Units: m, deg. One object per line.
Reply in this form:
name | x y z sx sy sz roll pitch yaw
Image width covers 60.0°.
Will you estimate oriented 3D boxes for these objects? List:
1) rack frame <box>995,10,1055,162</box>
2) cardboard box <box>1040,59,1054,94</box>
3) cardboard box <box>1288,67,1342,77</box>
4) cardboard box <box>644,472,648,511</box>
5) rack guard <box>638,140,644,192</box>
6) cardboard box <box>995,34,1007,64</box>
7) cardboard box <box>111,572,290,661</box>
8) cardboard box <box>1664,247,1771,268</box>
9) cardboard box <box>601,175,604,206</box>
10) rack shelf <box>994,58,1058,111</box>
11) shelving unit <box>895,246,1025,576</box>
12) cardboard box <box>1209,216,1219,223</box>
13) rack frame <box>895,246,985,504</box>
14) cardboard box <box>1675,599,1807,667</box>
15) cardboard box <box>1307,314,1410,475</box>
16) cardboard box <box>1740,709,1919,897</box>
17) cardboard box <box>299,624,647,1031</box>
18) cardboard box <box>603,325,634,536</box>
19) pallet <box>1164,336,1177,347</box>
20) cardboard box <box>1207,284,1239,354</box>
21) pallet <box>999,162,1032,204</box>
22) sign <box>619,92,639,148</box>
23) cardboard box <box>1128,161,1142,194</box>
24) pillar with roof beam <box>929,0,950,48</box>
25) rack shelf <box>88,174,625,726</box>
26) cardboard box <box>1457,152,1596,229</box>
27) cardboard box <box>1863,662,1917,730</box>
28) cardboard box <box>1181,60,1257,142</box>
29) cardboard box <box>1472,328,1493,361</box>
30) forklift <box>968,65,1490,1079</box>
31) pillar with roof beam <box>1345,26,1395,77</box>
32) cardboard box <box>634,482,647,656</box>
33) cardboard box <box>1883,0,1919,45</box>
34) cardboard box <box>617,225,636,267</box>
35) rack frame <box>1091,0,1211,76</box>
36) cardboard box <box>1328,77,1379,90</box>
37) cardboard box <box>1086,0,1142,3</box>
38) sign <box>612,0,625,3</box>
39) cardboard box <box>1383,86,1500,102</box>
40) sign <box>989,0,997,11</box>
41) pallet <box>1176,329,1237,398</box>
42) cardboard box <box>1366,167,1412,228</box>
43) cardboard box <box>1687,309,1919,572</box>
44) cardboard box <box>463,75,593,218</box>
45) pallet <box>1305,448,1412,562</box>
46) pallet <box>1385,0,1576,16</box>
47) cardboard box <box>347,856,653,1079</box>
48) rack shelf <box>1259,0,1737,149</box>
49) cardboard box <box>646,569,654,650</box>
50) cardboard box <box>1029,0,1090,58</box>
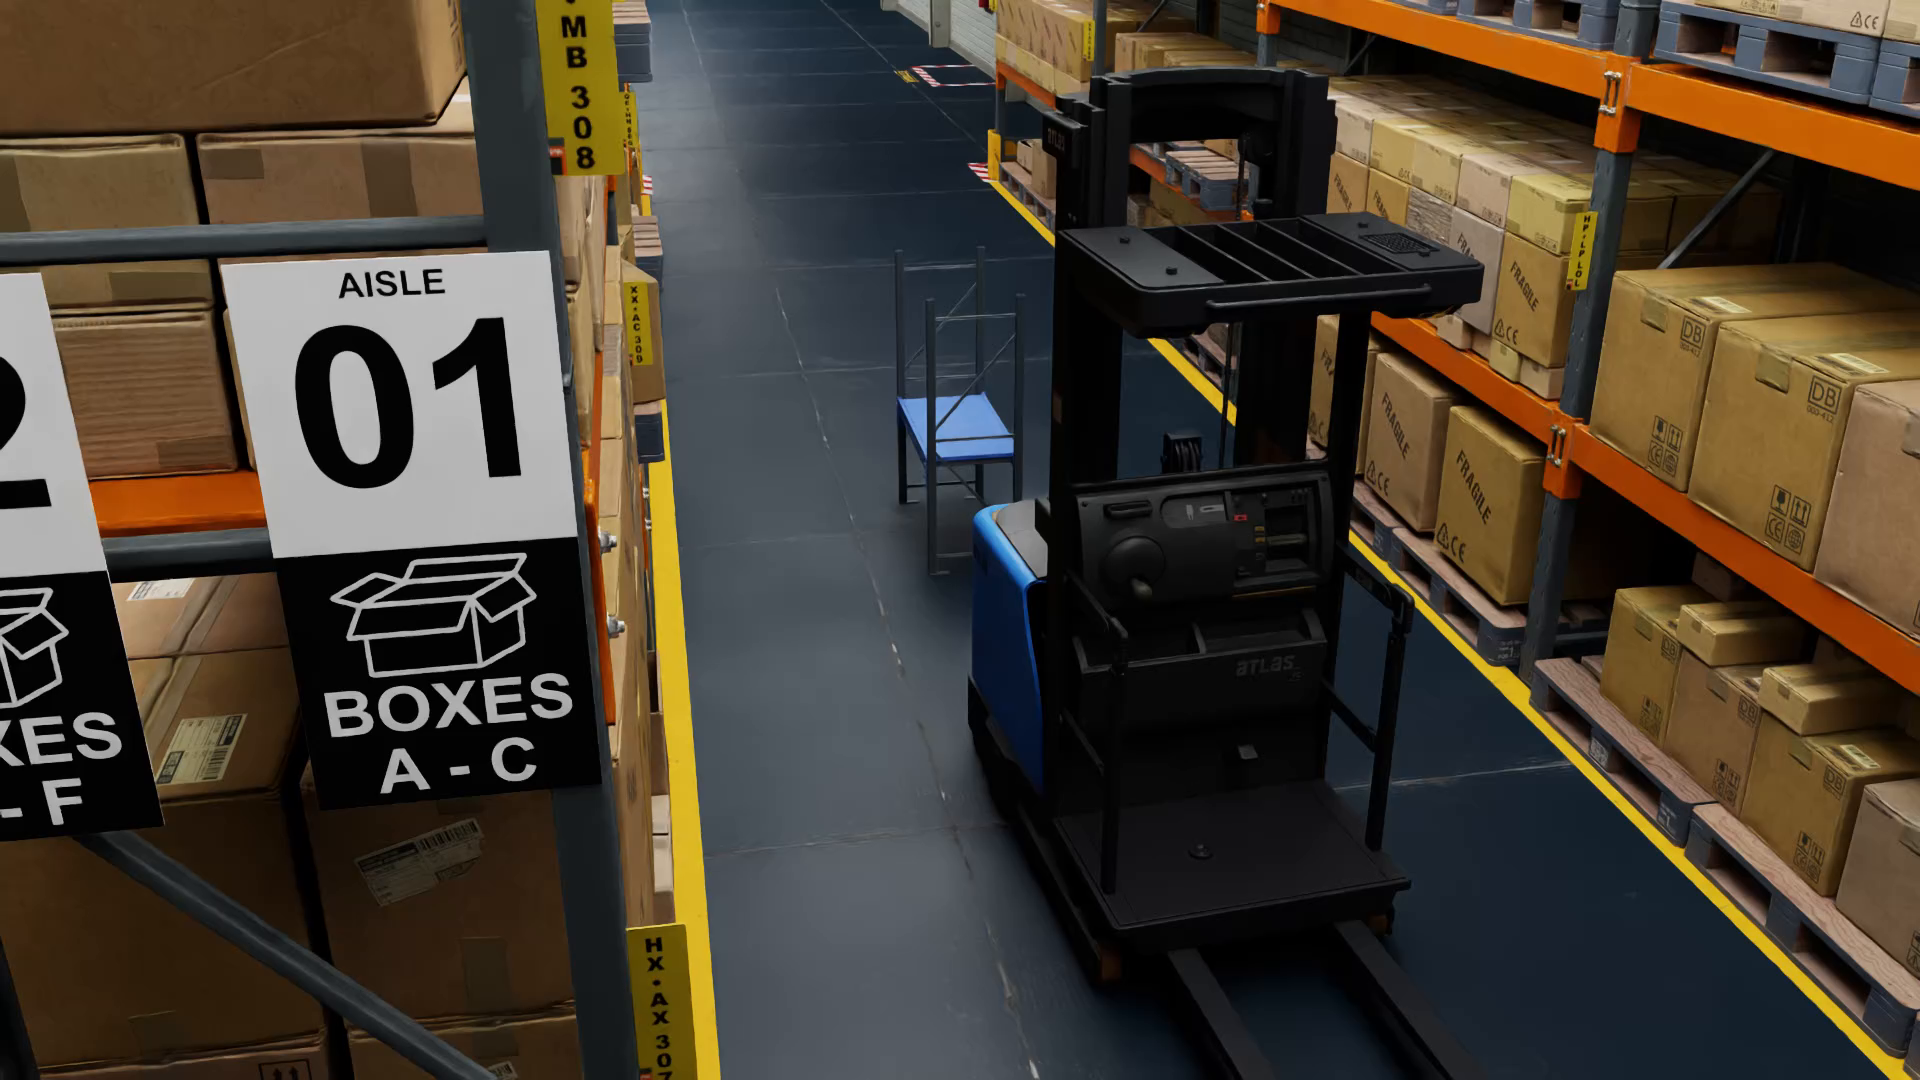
rack frame | 0.893 -5.467 18.019 1.000 3.000 0.127 -4 24 -10
cardboard box | 1.055 -4.391 15.718 0.500 0.250 0.500 -4 24 -10
cardboard box | 2.279 -2.998 10.882 0.380 0.149 0.250 -8 25 -17
cardboard box | -1.996 -0.454 9.115 0.500 0.500 0.500 -5 24 -12
rack guard | -3.979 -3.962 17.698 1.175 0.500 0.348 -4 24 -10
cardboard box | 0.671 -5.192 17.552 0.500 0.250 0.500 -5 24 -11
cardboard box | -1.463 0.337 3.355 0.500 0.500 0.500 -4 24 -8
cardboard box | 3.274 -1.137 7.585 0.500 0.500 0.500 -5 24 -12
cardboard box | -1.134 -0.922 4.054 0.500 0.250 0.500 -4 24 -10
rack shelf | 1.263 -4.350 16.362 1.077 0.370 4.000 -4 24 -10
shelving unit | -0.016 -0.721 9.027 0.538 1.500 1.048 -4 24 -10
cardboard box | 2.144 -2.228 12.240 0.500 0.250 0.500 -4 24 -9
rack frame | -0.110 -0.921 9.484 0.500 1.500 0.032 -4 24 -10
cardboard box | 3.033 0.359 6.468 0.380 0.149 0.250 -4 24 -8
cardboard box | 2.535 -0.883 9.686 0.750 0.750 0.750 -4 24 -10
cardboard box | 3.332 0.908 6.021 0.700 0.500 0.500 -4 24 -9
cardboard box | -0.839 0.497 2.991 0.500 0.500 0.500 -4 24 -8
cardboard box | -1.217 -0.303 4.822 0.500 0.500 0.500 -4 24 -9
pallet | 2.007 -1.828 13.173 1.003 0.211 1.213 -4 24 -10
cardboard box | 2.188 -1.655 11.866 0.700 0.500 0.500 -4 24 -9
pallet | 1.022 -3.837 17.771 1.003 0.211 1.213 -4 24 -10
sign | -1.964 -2.490 9.856 0.100 0.325 0.005 -4 24 -10
cardboard box | 1.401 -3.355 15.757 0.500 0.500 0.500 -6 24 -14
pillar with roof beam | -4.577 -12.406 26.412 9.100 9.000 0.400 -4 24 -10
rack shelf | -1.386 -0.637 4.111 1.077 0.370 4.000 -4 24 -10
cardboard box | 2.689 -1.648 7.817 0.500 0.250 0.500 -4 24 -9
cardboard box | 3.512 0.549 6.032 0.380 0.149 0.250 -4 24 -9
cardboard box | 2.023 -3.240 12.246 0.700 0.500 0.500 -4 24 -10
cardboard box | 2.698 -0.955 7.979 0.380 0.149 0.250 -4 24 -8
forklift | 0.909 0.020 5.542 1.130 2.935 3.031 -6 24 -14
pillar with roof beam | -1.249 -5.326 10.201 9.100 9.000 0.400 -4 24 -10
cardboard box | -1.217 0.158 5.016 0.500 0.500 0.500 -4 24 -9
cardboard box | 3.163 -1.597 4.948 0.500 0.250 0.500 -5 24 -11
cardboard box | -1.813 -1.085 7.338 0.700 0.500 0.500 -1 24 -1
rack frame | 1.633 -3.893 14.417 1.000 3.000 0.127 -4 24 -10
cardboard box | 2.208 -2.646 10.102 0.500 0.250 0.500 -4 24 -8
cardboard box | 1.465 -4.981 16.133 0.500 0.500 0.500 -4 24 -9
sign | -1.224 -2.033 5.764 0.100 0.325 0.005 -4 24 -10
cardboard box | 2.803 -2.492 9.749 0.500 0.250 0.500 -5 24 -11
sign | 0.360 -5.823 17.754 0.100 0.325 0.005 -4 24 -10
pallet | 2.229 -1.350 12.076 1.003 0.211 1.213 -4 24 -10
cardboard box | 2.493 -1.695 8.862 0.500 0.500 0.500 -4 24 -8
cardboard box | 3.326 -0.382 6.002 0.980 0.700 0.700 -5 24 -11
cardboard box | -0.941 -0.759 3.054 0.500 0.250 0.500 -4 24 -10
pallet | 2.666 -0.248 9.553 1.003 0.211 1.213 -4 24 -10
pallet | 2.753 -2.919 8.674 1.003 0.211 1.213 -3 24 -7
cardboard box | -0.839 0.955 3.191 0.500 0.500 0.500 -4 24 -9
rack shelf | 2.742 -2.578 8.557 1.077 0.370 4.000 -4 24 -10
cardboard box | -1.606 0.357 7.258 0.500 0.500 0.500 -5 24 -12
cardboard box | 0.964 -4.940 16.038 0.500 0.500 0.500 -4 24 -8
